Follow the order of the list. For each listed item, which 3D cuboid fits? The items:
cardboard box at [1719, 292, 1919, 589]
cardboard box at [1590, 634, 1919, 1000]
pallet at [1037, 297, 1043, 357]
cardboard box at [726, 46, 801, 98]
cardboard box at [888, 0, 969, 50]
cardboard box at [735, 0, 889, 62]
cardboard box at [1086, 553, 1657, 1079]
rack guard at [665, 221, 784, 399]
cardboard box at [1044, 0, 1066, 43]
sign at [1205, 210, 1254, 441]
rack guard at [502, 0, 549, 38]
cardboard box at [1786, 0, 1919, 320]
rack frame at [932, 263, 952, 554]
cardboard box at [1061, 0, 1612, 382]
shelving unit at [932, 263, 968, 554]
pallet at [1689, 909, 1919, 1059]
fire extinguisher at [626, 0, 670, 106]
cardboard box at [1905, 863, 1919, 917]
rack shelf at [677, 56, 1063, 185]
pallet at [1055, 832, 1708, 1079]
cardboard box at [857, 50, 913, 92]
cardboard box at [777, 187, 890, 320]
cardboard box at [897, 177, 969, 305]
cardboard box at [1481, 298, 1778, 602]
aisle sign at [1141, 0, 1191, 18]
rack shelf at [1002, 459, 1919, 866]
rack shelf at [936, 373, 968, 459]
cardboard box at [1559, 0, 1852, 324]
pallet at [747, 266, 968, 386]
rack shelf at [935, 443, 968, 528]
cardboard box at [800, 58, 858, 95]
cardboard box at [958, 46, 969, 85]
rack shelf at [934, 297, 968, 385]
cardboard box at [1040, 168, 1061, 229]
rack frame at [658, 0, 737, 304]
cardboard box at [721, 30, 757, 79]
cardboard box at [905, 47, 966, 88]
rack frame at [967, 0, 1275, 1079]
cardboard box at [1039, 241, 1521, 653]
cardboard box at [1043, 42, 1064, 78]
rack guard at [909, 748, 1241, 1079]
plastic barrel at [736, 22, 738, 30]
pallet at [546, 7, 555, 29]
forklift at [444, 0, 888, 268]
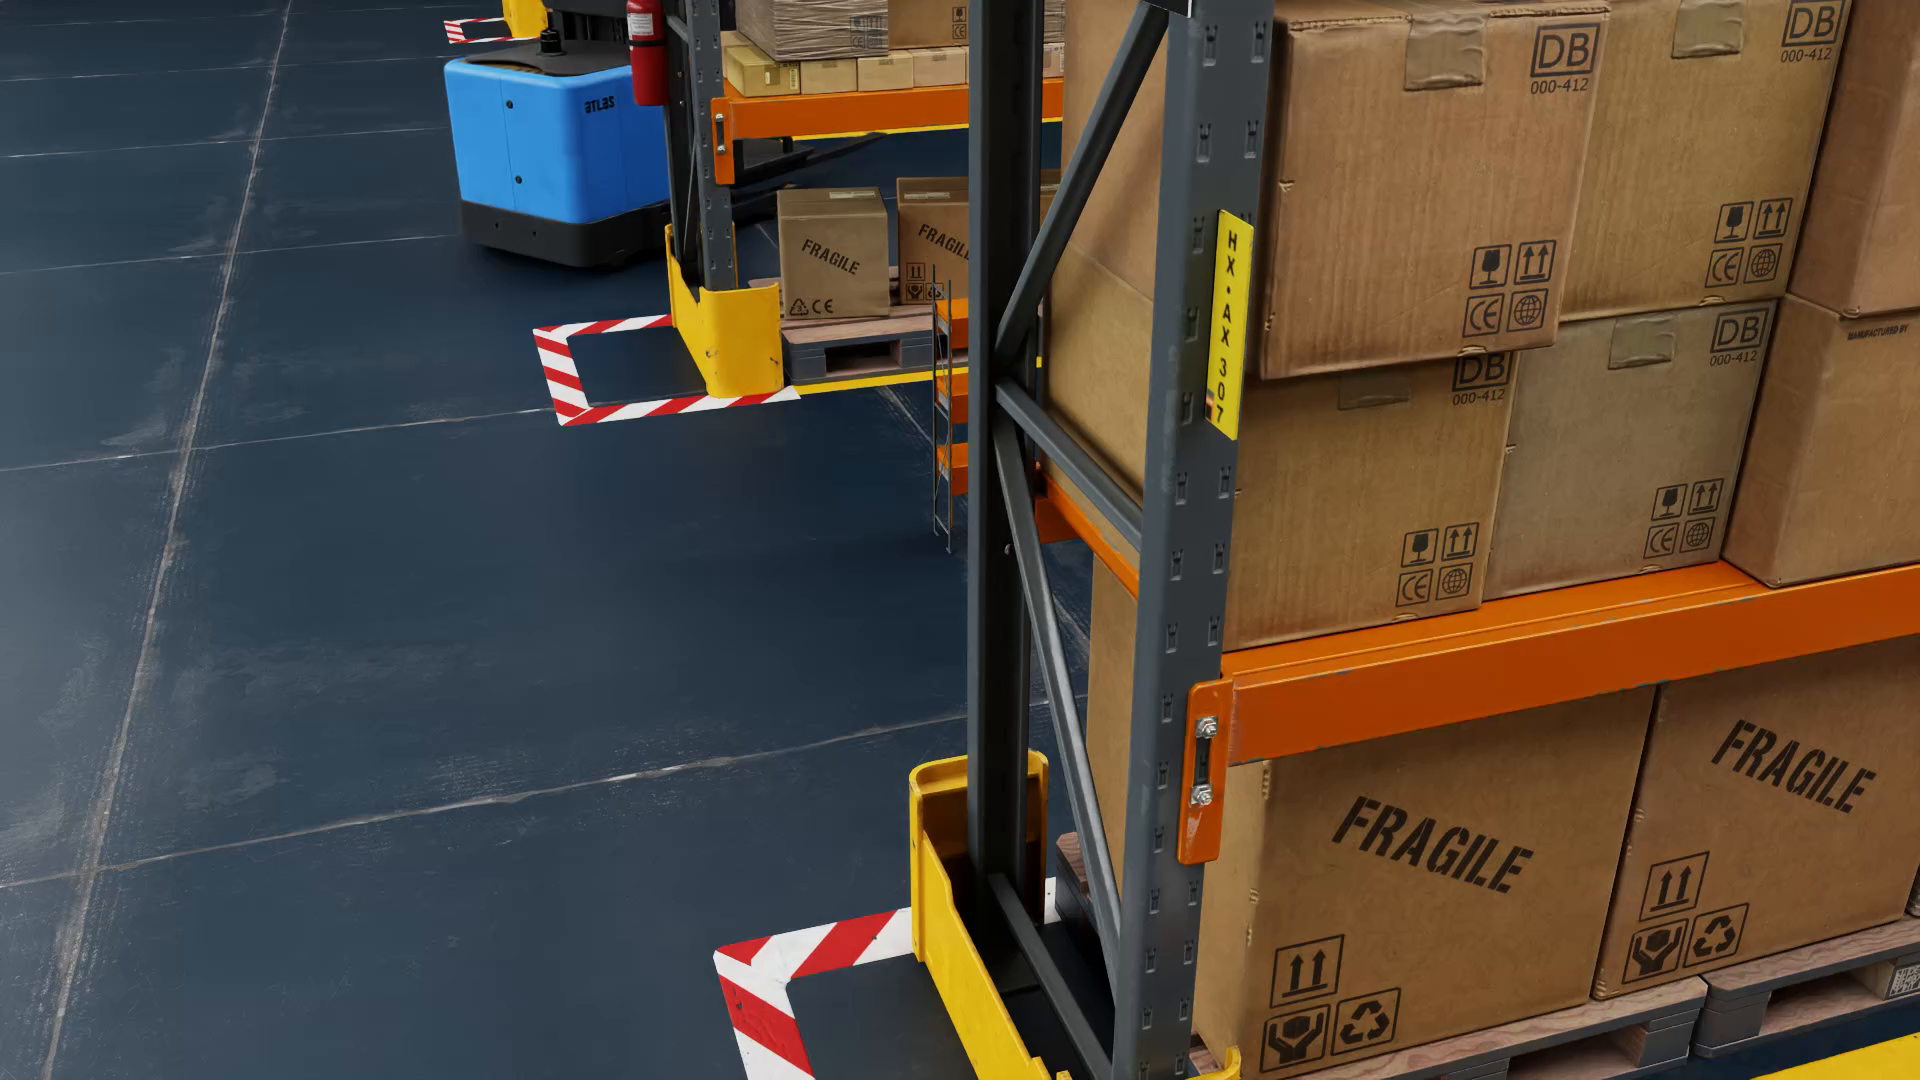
[{"bbox_3d":[1.655,-0.372,3.458,0.550,0.550,0.875,-8,28,-16],"label":"cardboard box"},{"bbox_3d":[1.689,0.394,4.000,0.875,0.875,0.875,-9,28,-17],"label":"cardboard box"},{"bbox_3d":[0.802,-1.262,8.554,1.213,0.211,1.003,-8,28,-16],"label":"pallet"},{"bbox_3d":[-0.867,-2.063,7.315,0.250,0.149,0.380,-8,28,-16],"label":"cardboard box"},{"bbox_3d":[-0.242,-2.599,7.665,0.500,0.500,0.875,-8,28,-16],"label":"cardboard box"},{"bbox_3d":[-0.680,-2.479,7.424,0.500,0.500,0.875,-8,28,-16],"label":"cardboard box"},{"bbox_3d":[0.853,0.516,3.754,0.875,0.875,0.875,-8,28,-16],"label":"cardboard box"},{"bbox_3d":[-1.139,-1.128,7.960,0.348,0.500,1.175,-8,28,-16],"label":"rack guard"},{"bbox_3d":[0.247,-2.649,7.766,0.500,0.500,0.875,-8,28,-16],"label":"cardboard box"},{"bbox_3d":[0.395,-0.314,2.446,0.005,0.325,0.100,-8,28,-16],"label":"sign"},{"bbox_3d":[-4.298,-5.303,16.370,0.348,0.500,1.175,-8,28,-16],"label":"rack guard"},{"bbox_3d":[1.662,-0.846,3.198,0.550,0.550,0.875,-8,28,-16],"label":"cardboard box"},{"bbox_3d":[-0.065,-0.461,5.998,0.008,1.050,0.200,-8,28,-16],"label":"rack frame"},{"bbox_3d":[0.593,-0.712,2.927,0.550,0.550,0.875,-8,28,-16],"label":"cardboard box"},{"bbox_3d":[0.051,-0.478,6.031,0.252,1.050,0.215,-8,28,-16],"label":"shelving unit"},{"bbox_3d":[2.123,0.813,4.374,1.213,0.211,1.003,-8,28,-16],"label":"pallet"},{"bbox_3d":[-1.463,-2.382,7.761,0.183,0.674,0.296,-8,28,-16],"label":"fire extinguisher"},{"bbox_3d":[2.556,0.269,4.251,0.875,0.875,0.875,-8,28,-16],"label":"cardboard box"},{"bbox_3d":[0.690,-2.190,8.098,4.000,0.370,1.077,-8,28,-16],"label":"rack shelf"},{"bbox_3d":[0.965,0.980,4.039,1.213,0.211,1.003,-8,28,-16],"label":"pallet"},{"bbox_3d":[-0.381,-2.117,7.424,0.250,0.149,0.380,-8,28,-16],"label":"cardboard box"},{"bbox_3d":[-0.612,-1.385,8.004,0.500,0.500,0.500,-3,27,-7],"label":"cardboard box"},{"bbox_3d":[-0.055,-1.481,8.199,0.500,0.500,0.500,-1,26,-3],"label":"cardboard box"},{"bbox_3d":[1.083,-0.348,3.410,0.550,0.550,0.875,-8,28,-16],"label":"cardboard box"},{"bbox_3d":[0.254,-1.154,2.277,0.004,0.787,0.394,-8,28,-16],"label":"aisle sign"},{"bbox_3d":[2.130,-0.079,3.845,4.000,0.370,1.077,-8,28,-16],"label":"rack shelf"},{"bbox_3d":[0.051,-0.468,6.036,0.240,0.259,0.215,-8,28,-16],"label":"rack shelf"},{"bbox_3d":[1.088,-0.826,3.158,0.550,0.550,0.875,-8,28,-16],"label":"cardboard box"},{"bbox_3d":[-0.356,-1.096,8.219,1.213,0.211,1.003,-8,28,-16],"label":"pallet"},{"bbox_3d":[0.051,-0.219,6.160,0.240,0.259,0.215,-8,28,-16],"label":"rack shelf"},{"bbox_3d":[-0.623,-2.089,7.368,0.250,0.149,0.380,-8,28,-16],"label":"cardboard box"},{"bbox_3d":[0.091,-2.192,7.575,0.250,0.149,0.380,-8,28,-16],"label":"cardboard box"},{"bbox_3d":[0.051,-0.722,5.910,0.240,0.259,0.215,-8,28,-16],"label":"rack shelf"},{"bbox_3d":[0.546,-1.560,8.357,0.500,0.500,0.500,-6,27,-11],"label":"cardboard box"},{"bbox_3d":[-1.211,-2.237,7.383,0.127,3.000,1.000,-8,28,-16],"label":"rack frame"},{"bbox_3d":[-1.004,-2.251,7.694,0.250,0.149,0.380,-8,28,-16],"label":"cardboard box"},{"bbox_3d":[-0.149,-2.161,7.511,0.250,0.149,0.380,-8,28,-16],"label":"cardboard box"},{"bbox_3d":[0.228,-0.126,3.131,0.127,3.000,1.000,-8,28,-16],"label":"rack frame"},{"bbox_3d":[0.567,-0.264,3.239,0.550,0.550,0.875,-8,28,-16],"label":"cardboard box"},{"bbox_3d":[0.320,-2.238,7.667,0.250,0.149,0.380,-8,28,-16],"label":"cardboard box"},{"bbox_3d":[0.206,0.997,3.680,0.348,0.500,1.175,-8,28,-16],"label":"rack guard"},{"bbox_3d":[-1.666,-3.597,12.448,0.421,0.512,0.421,0,26,0],"label":"plastic barrel"},{"bbox_3d":[-3.561,-5.300,16.689,1.213,0.211,1.003,-8,28,-16],"label":"pallet"},{"bbox_3d":[-1.616,-3.407,9.817,1.130,2.935,3.031,17,31,30],"label":"forklift"}]
